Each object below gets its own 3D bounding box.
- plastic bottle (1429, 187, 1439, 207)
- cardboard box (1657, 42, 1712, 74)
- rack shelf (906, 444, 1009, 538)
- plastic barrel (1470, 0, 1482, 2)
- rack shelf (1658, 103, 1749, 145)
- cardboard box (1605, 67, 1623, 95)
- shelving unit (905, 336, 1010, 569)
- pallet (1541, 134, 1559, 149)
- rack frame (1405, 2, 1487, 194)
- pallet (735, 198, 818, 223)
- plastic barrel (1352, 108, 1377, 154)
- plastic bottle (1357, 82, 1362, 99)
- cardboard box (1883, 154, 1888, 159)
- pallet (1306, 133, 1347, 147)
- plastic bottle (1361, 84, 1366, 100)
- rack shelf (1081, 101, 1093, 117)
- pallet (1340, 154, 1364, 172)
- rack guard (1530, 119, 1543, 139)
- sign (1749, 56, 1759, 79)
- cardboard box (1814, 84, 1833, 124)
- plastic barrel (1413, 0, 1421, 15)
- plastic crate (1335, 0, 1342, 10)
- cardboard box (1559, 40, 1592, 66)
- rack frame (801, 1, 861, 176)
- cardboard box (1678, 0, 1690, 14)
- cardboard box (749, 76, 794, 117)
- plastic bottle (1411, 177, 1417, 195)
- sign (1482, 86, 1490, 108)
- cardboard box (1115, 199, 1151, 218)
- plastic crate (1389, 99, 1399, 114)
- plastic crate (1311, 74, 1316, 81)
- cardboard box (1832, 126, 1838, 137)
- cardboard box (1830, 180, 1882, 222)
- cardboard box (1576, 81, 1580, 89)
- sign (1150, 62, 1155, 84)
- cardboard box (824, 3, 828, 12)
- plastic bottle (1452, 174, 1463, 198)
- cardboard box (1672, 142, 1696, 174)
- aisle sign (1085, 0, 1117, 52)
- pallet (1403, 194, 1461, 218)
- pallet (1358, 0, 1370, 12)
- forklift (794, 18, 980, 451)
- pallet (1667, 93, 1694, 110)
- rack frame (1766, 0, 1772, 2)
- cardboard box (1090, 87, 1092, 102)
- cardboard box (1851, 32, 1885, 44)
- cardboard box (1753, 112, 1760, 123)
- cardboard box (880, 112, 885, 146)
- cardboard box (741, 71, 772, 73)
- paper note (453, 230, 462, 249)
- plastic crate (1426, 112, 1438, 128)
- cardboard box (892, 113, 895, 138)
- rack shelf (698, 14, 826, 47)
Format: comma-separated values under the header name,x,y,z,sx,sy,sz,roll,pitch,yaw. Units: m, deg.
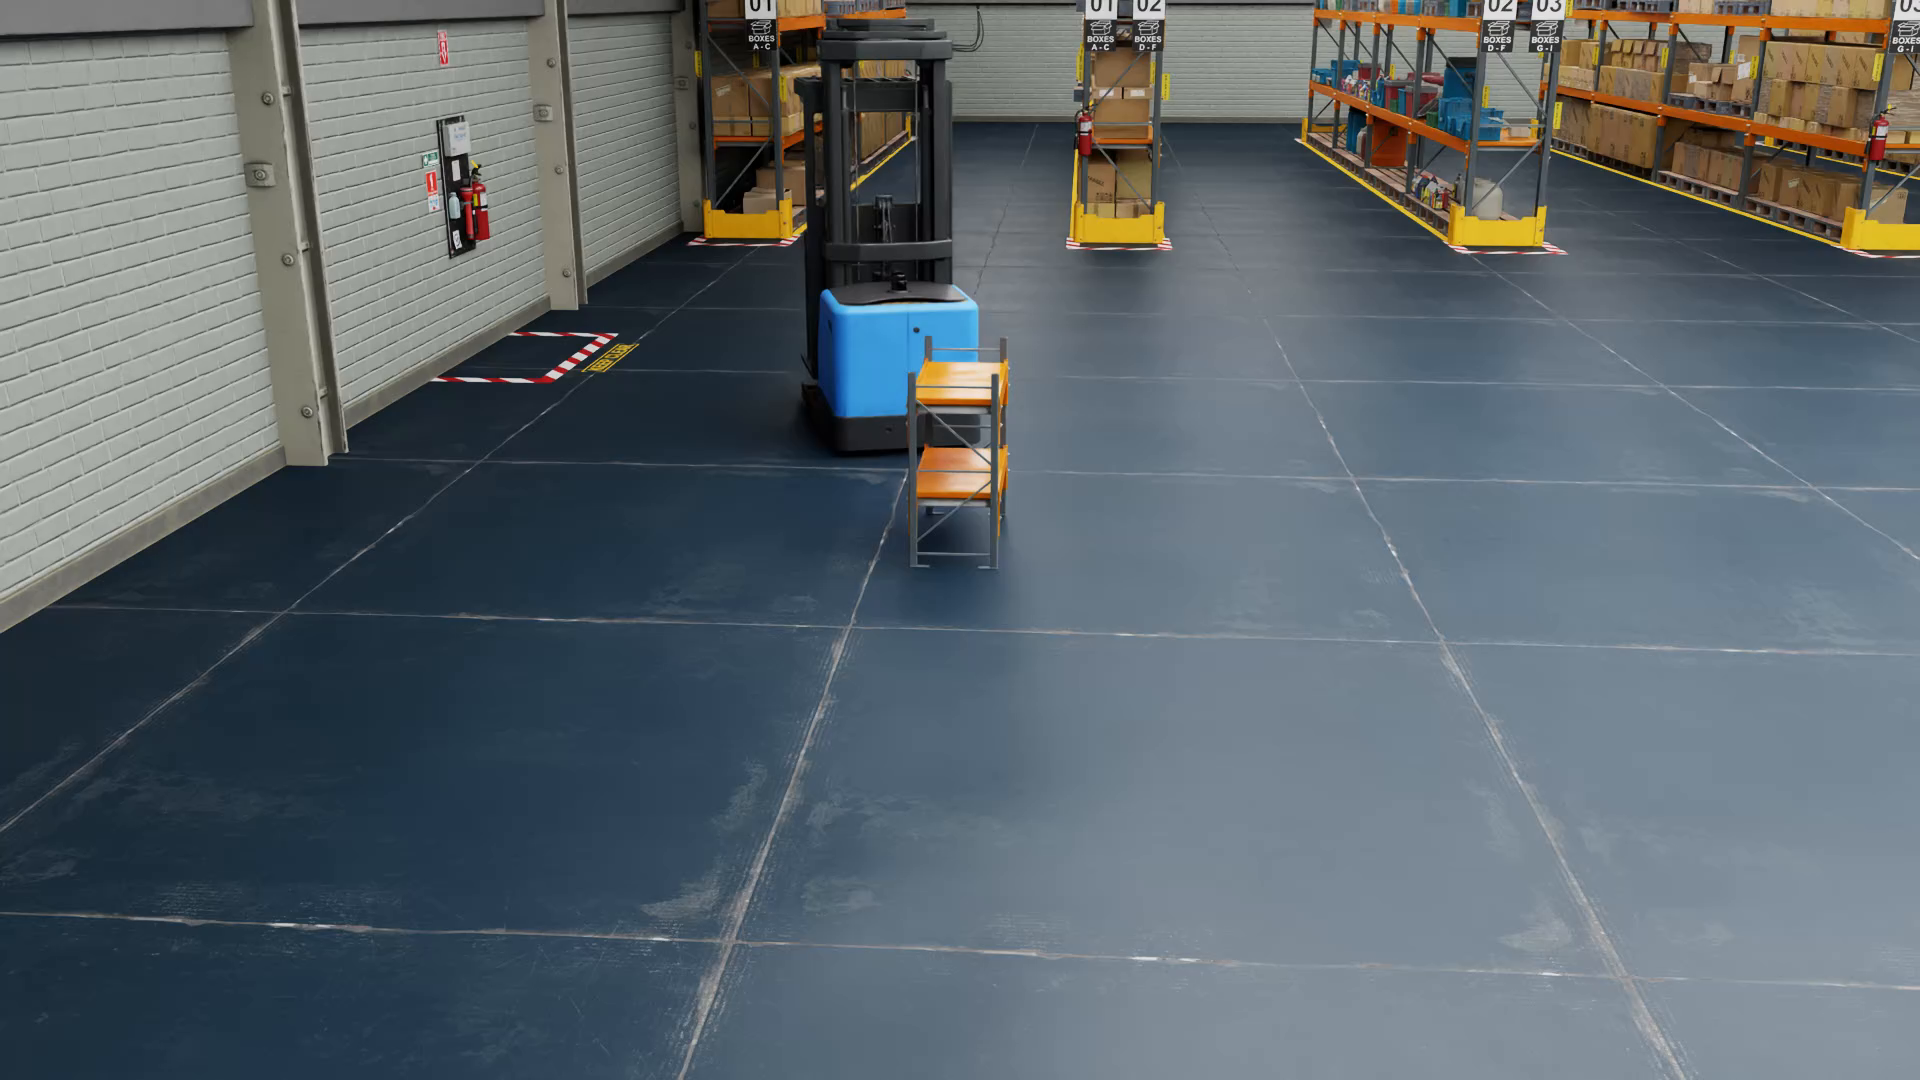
name,x,y,z,sx,sy,sz,roll,pitch,yaw
plastic bottle,6.778,-4.887,23.687,0.152,0.276,0.135,1,18,2
cardboard box,12.611,-8.396,28.958,0.797,0.503,0.637,2,18,6
rack shelf,0.000,-0.304,9.830,0.538,0.278,1.000,1,18,4
plastic barrel,6.983,-7.342,21.720,0.600,0.588,0.600,0,18,0
rack shelf,12.399,-6.682,26.654,1.077,0.370,4.000,1,18,4
cardboard box,12.511,-8.641,31.318,0.500,0.500,0.500,1,18,4
shelving unit,0.000,-0.537,9.754,0.538,1.125,1.048,1,18,4
pallet,13.136,-8.554,35.691,1.003,0.211,1.213,1,18,4
rack frame,7.315,-6.513,24.983,1.000,3.000,0.127,1,18,4
pallet,-2.664,-4.820,24.294,1.003,0.211,1.213,1,18,4
plastic barrel,7.782,-7.812,31.642,0.600,0.901,0.708,1,18,4
plastic bottle,7.287,-8.190,30.289,0.061,0.283,0.133,1,18,4
cardboard box,17.415,-7.369,30.935,0.500,0.500,0.500,2,18,6
pallet,8.078,-8.660,36.013,1.003,0.211,1.213,1,18,4
plastic bottle,7.276,-8.058,29.903,0.097,0.271,0.097,0,18,0
rack shelf,2.518,-6.904,27.332,1.077,0.370,4.000,1,18,4
pallet,7.707,-7.054,31.112,1.003,0.211,1.213,1,18,4
rack guard,13.117,-8.949,36.432,1.175,0.500,0.348,1,18,4
sign,11.701,-6.964,24.500,0.100,0.325,0.005,1,18,4
cardboard box,12.031,-5.832,22.265,0.875,0.500,0.500,1,18,4
plastic barrel,7.135,-8.340,24.935,0.600,0.901,0.708,1,18,4
plastic crate,7.635,-10.634,33.010,0.416,0.233,0.300,1,18,4
cardboard box,12.745,-10.097,34.478,0.500,0.500,0.500,1,18,2
rack frame,-2.280,-7.977,29.450,1.000,3.000,0.127,1,18,4
cardboard box,12.255,-8.859,27.566,0.500,0.250,0.500,2,18,5
cardboard box,-2.519,-5.928,22.203,0.500,0.500,0.500,1,18,4
plastic bottle,6.855,-5.337,25.068,0.097,0.271,0.097,0,18,0
sign,7.863,-6.629,24.892,0.100,0.325,0.005,1,18,4
cardboard box,2.348,-4.437,22.389,0.500,0.250,0.500,1,18,4
plastic crate,7.158,-6.960,26.686,0.450,0.188,0.662,1,18,4
plastic crate,7.724,-9.976,35.879,0.250,0.136,0.298,1,18,4
cardboard box,11.861,-5.445,22.125,0.380,0.149,0.250,1,18,4
cardboard box,12.039,-4.552,22.338,0.500,0.500,0.500,6,19,18
cardboard box,12.579,-9.110,33.310,0.380,0.149,0.250,2,18,5
sign,2.928,-7.062,25.141,0.100,0.325,0.005,1,18,4
cardboard box,-2.465,-9.060,27.741,0.797,0.503,0.637,4,19,12
plastic bottle,7.413,-5.260,24.707,0.144,0.351,0.185,1,18,4
cardboard box,12.514,-6.458,28.122,0.700,0.500,0.500,0,18,1
aisle sign,1.790,-6.604,21.086,0.394,0.787,0.004,1,18,4
pallet,7.225,-4.981,24.784,1.003,0.211,1.213,1,18,4
pallet,7.852,-9.736,30.304,1.003,0.211,1.213,1,18,4
forklift,-0.647,-2.431,12.636,1.130,2.935,3.031,-4,18,-11
pallet,12.597,-7.330,27.785,1.213,0.211,1.003,1,18,4
rack frame,12.255,-9.254,23.712,1.000,3.000,0.127,1,18,4
cardboard box,2.404,-7.552,28.295,0.500,0.311,0.500,1,18,3
cardboard box,17.533,-9.561,32.041,0.500,0.500,0.500,1,18,2
cardboard box,11.940,-6.223,24.502,0.380,0.149,0.250,1,18,4
cardboard box,-1.910,-8.192,32.885,0.750,0.750,0.750,1,18,5
cardboard box,-2.917,-6.411,23.676,0.500,0.500,0.500,2,18,5
paper note,-4.393,-2.627,14.537,0.016,0.148,0.142,1,18,4
plastic crate,6.936,-5.997,23.749,0.450,0.188,0.662,1,18,4
cardboard box,-1.759,-8.776,35.229,0.700,0.500,0.500,2,18,5
rack shelf,-2.710,-7.197,23.408,1.077,0.370,4.000,1,18,4
